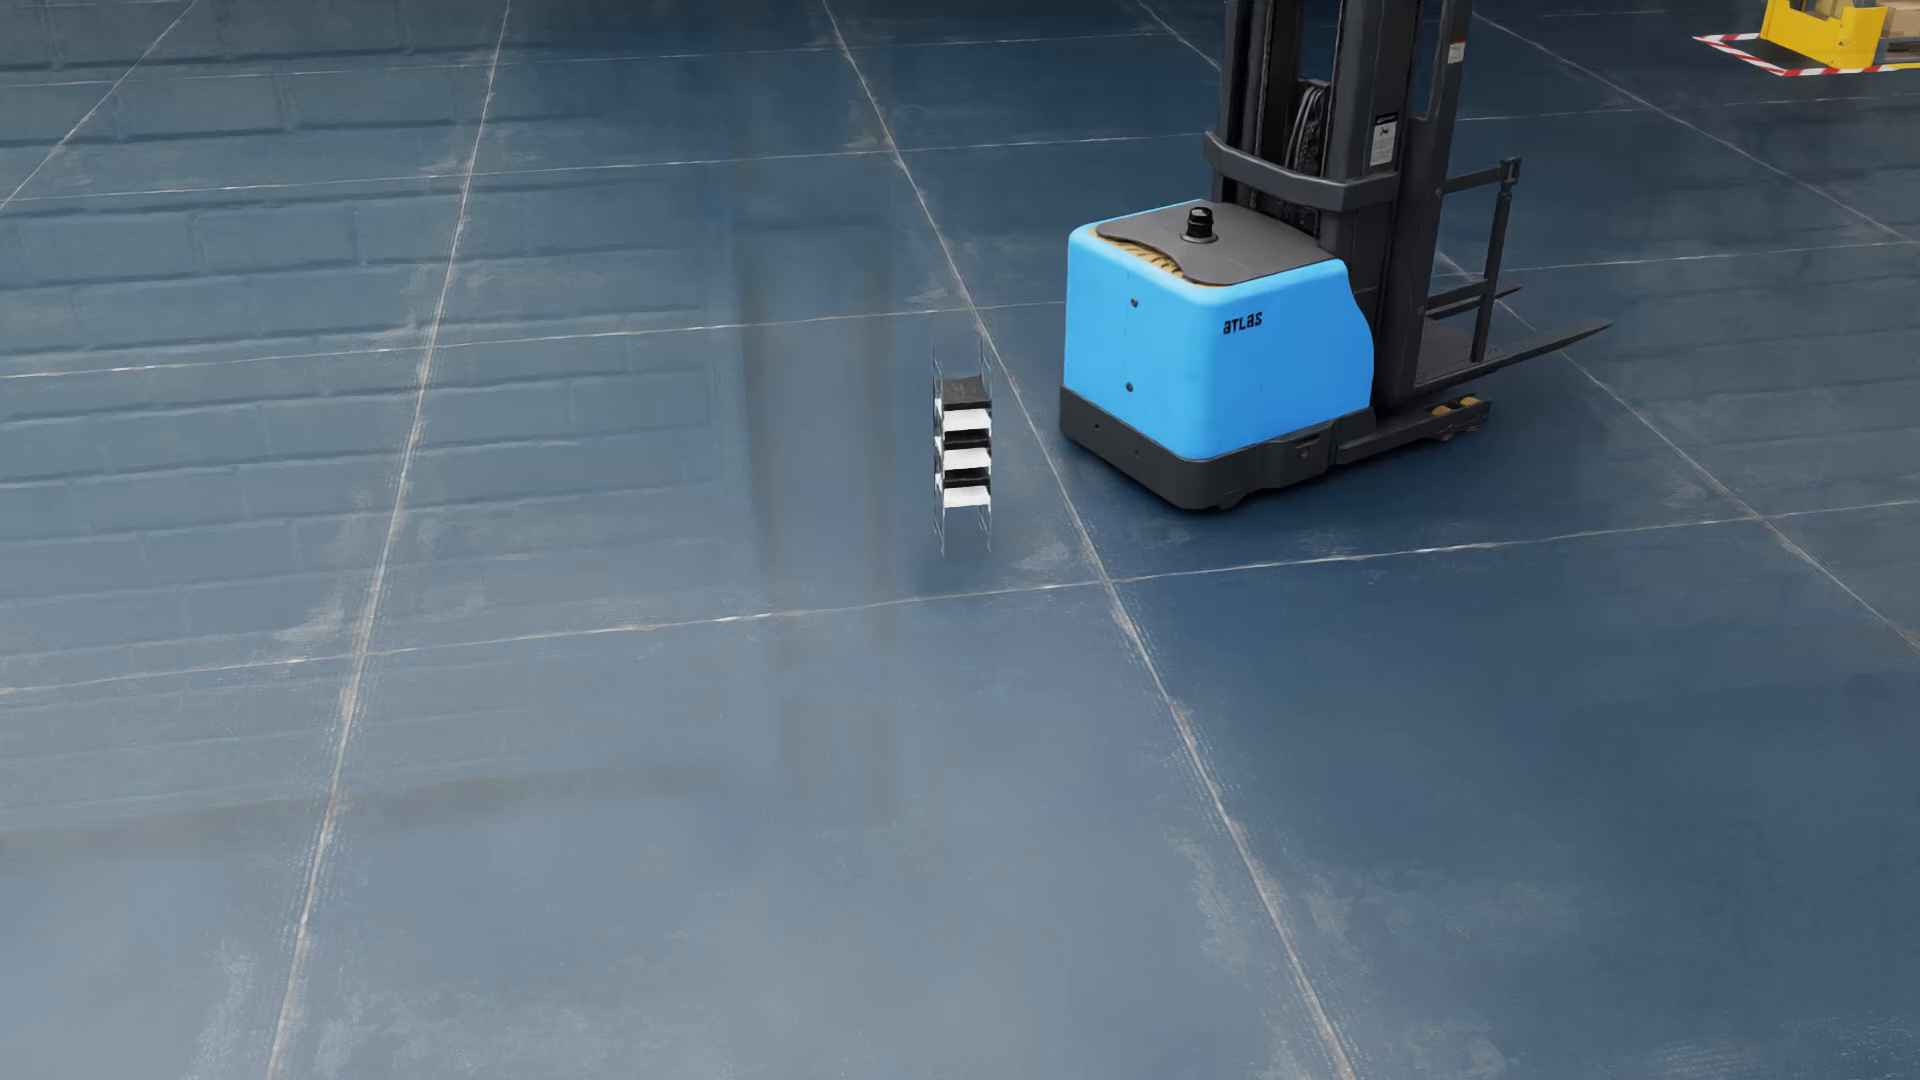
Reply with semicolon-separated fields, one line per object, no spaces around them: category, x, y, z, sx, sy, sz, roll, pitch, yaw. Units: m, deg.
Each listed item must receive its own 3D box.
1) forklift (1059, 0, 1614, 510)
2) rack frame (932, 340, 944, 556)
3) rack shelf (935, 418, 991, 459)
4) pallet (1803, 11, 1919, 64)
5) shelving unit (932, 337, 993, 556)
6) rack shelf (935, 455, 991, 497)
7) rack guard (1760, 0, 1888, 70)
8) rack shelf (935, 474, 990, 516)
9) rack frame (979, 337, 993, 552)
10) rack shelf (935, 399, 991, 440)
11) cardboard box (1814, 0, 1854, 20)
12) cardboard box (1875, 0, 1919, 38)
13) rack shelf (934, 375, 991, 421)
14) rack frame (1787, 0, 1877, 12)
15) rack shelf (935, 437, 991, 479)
forklift;1.996;-1.952;7.677;3.031;2.935;1.130;-18;35;-28
rack frame;-0.092;-0.379;7.007;0.006;0.900;0.240;-5;31;-9
rack shelf;0.008;-0.437;6.994;0.200;0.077;0.258;-5;31;-9
pallet;8.208;-4.440;14.593;1.213;0.211;1.003;-5;31;-9
shelving unit;0.008;-0.389;7.023;0.210;0.900;0.258;-5;31;-9
rack shelf;0.008;-0.282;7.086;0.200;0.077;0.258;-5;31;-9
rack guard;7.440;-4.472;14.362;0.348;0.500;1.175;-5;31;-9
rack shelf;0.008;-0.205;7.131;0.200;0.077;0.258;-5;31;-9
rack frame;0.108;-0.398;7.039;0.006;0.900;0.240;-5;31;-9
rack shelf;0.008;-0.515;6.949;0.200;0.077;0.258;-5;31;-9
cardboard box;7.938;-4.743;14.656;0.500;0.250;0.500;-5;31;-9
cardboard box;8.031;-4.485;14.217;0.500;0.250;0.500;-5;31;-9
rack shelf;0.008;-0.593;6.903;0.200;0.077;0.258;-5;31;-9
rack frame;7.463;-5.551;13.732;0.127;3.000;1.000;-5;31;-9
rack shelf;0.008;-0.360;7.040;0.200;0.077;0.258;-5;31;-9
